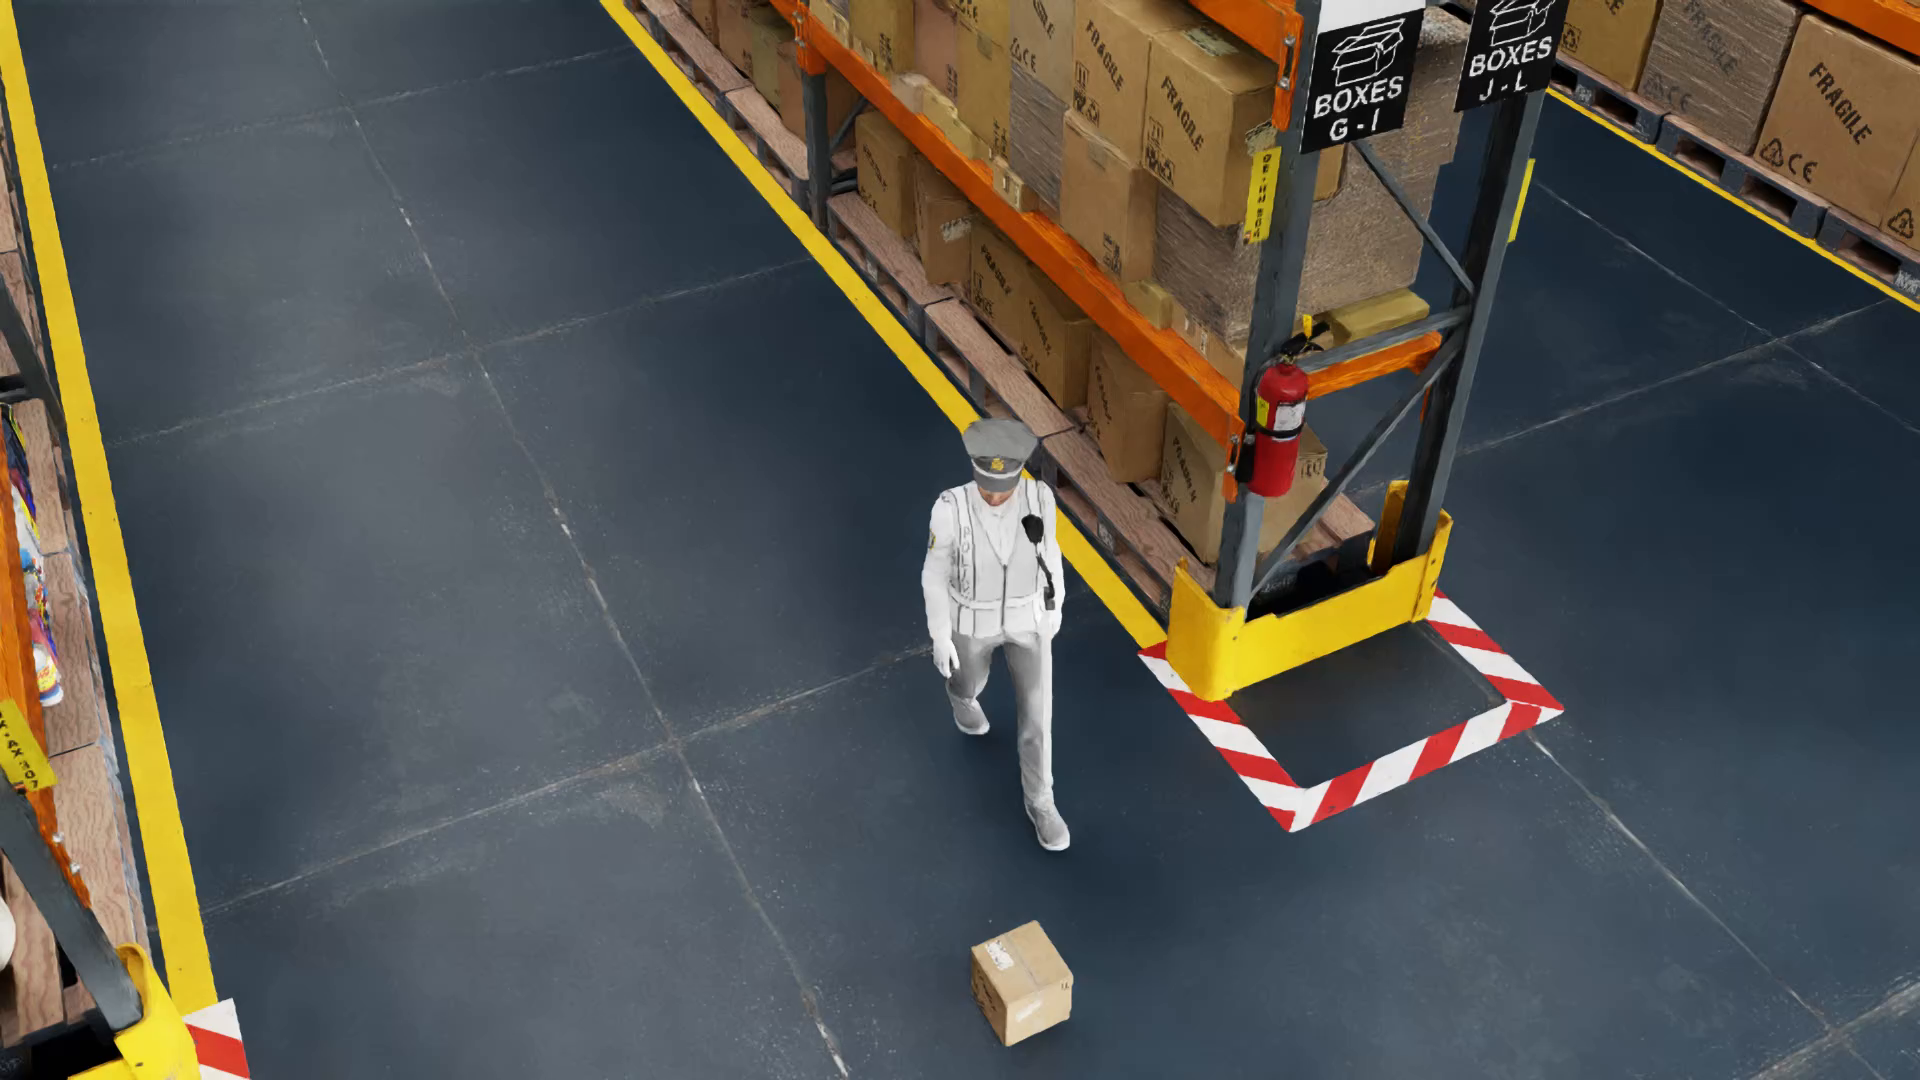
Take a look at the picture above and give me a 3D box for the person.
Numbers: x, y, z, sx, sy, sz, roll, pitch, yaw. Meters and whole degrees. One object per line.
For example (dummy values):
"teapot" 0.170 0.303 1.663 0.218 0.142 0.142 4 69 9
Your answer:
"person" 0.131 0.288 5.825 0.519 1.624 0.876 -6 42 -6
